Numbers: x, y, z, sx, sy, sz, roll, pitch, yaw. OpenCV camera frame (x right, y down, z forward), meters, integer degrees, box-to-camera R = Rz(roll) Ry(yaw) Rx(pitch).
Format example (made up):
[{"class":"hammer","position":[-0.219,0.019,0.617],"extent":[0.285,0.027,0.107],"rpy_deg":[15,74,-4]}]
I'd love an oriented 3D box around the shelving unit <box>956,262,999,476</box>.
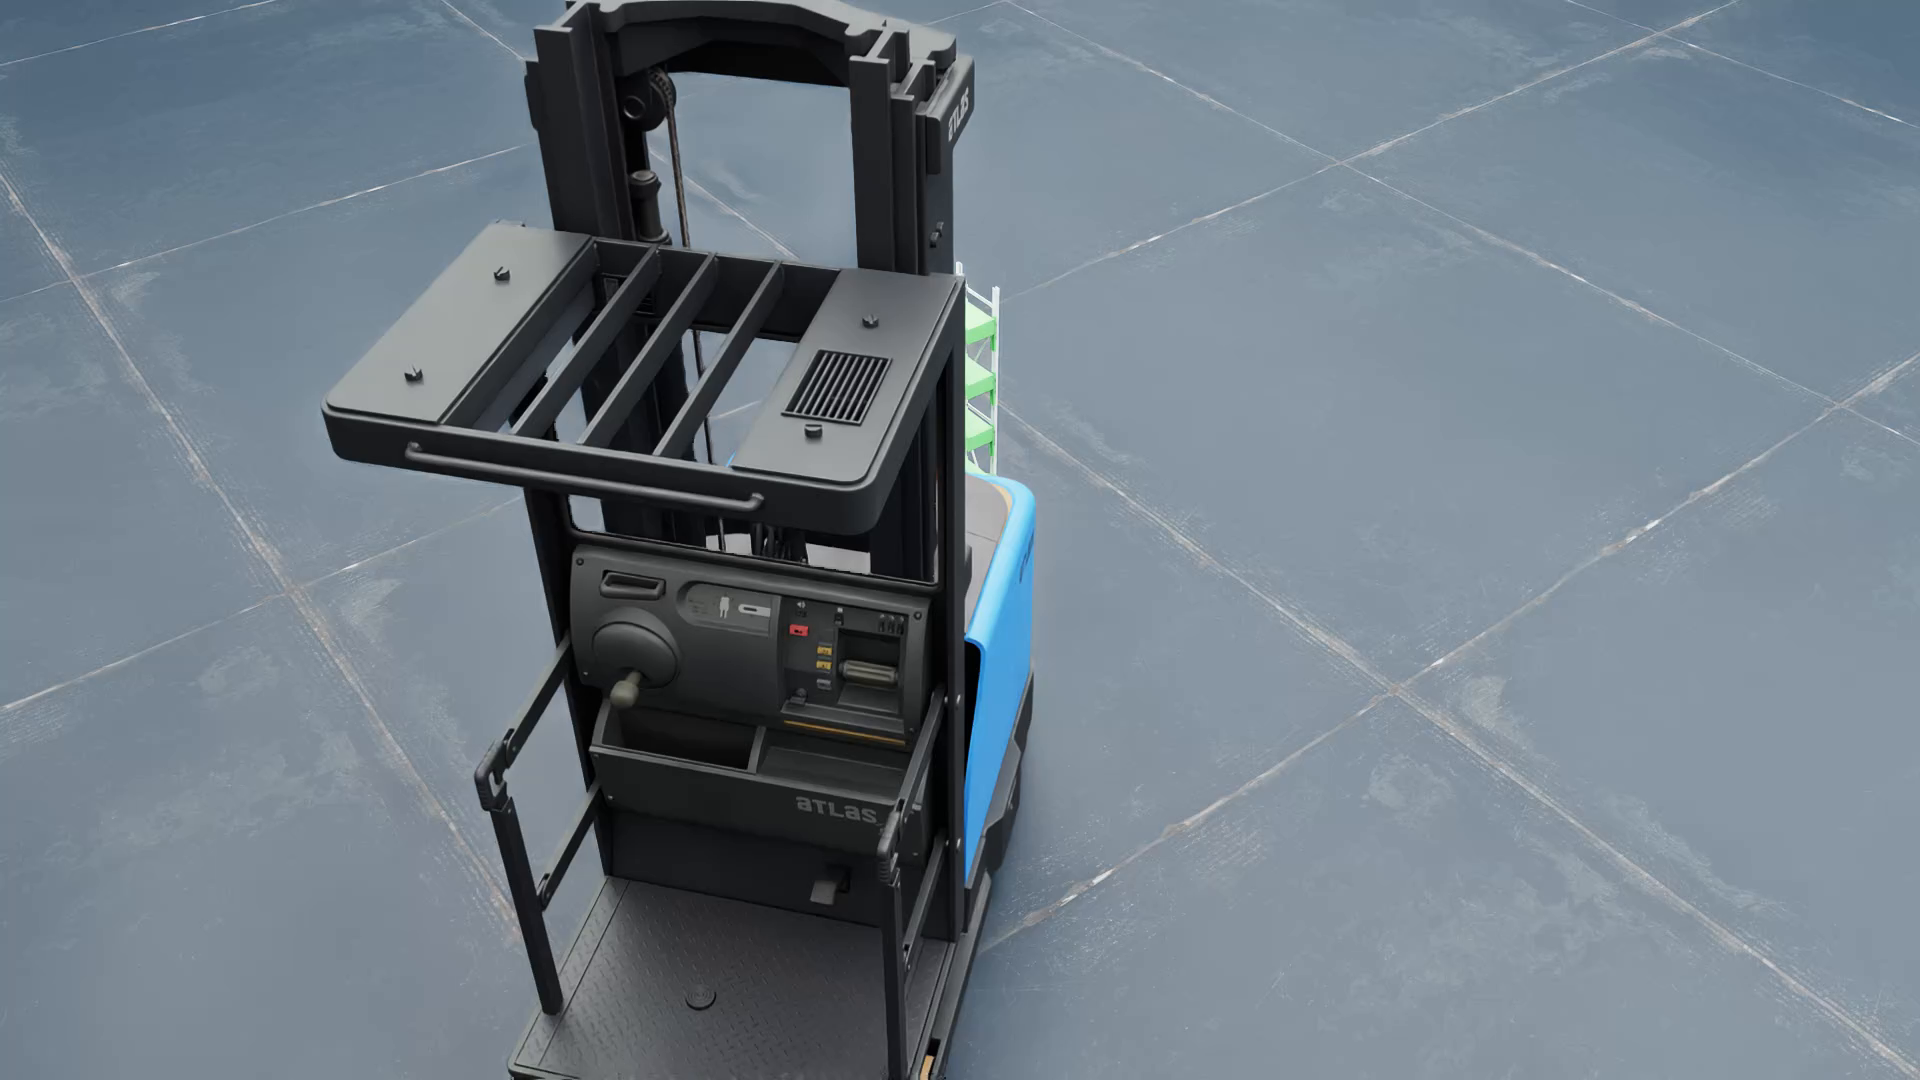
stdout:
[{"class":"shelving unit","position":[-0.131,-0.400,6.291],"extent":[0.503,1.200,0.258],"rpy_deg":[-26,46,-28]}]

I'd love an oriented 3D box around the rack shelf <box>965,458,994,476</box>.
[{"class":"rack shelf","position":[-0.131,-0.165,6.484],"extent":[0.480,0.148,0.258],"rpy_deg":[-26,46,-28]}]

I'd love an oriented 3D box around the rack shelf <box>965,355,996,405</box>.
[{"class":"rack shelf","position":[-0.131,-0.536,6.180],"extent":[0.480,0.148,0.258],"rpy_deg":[-26,46,-28]}]

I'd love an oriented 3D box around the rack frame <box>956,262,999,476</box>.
[{"class":"rack frame","position":[0.062,-0.494,6.406],"extent":[0.015,1.200,0.240],"rpy_deg":[-26,46,-28]}]

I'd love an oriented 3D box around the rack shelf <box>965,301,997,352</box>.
[{"class":"rack shelf","position":[-0.131,-0.722,6.028],"extent":[0.480,0.148,0.258],"rpy_deg":[-26,46,-28]}]

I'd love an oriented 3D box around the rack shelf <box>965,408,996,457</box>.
[{"class":"rack shelf","position":[-0.131,-0.351,6.332],"extent":[0.480,0.148,0.258],"rpy_deg":[-26,46,-28]}]

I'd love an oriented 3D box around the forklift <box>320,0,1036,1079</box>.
[{"class":"forklift","position":[-0.585,0.347,4.016],"extent":[1.130,2.935,3.031],"rpy_deg":[9,40,10]}]
